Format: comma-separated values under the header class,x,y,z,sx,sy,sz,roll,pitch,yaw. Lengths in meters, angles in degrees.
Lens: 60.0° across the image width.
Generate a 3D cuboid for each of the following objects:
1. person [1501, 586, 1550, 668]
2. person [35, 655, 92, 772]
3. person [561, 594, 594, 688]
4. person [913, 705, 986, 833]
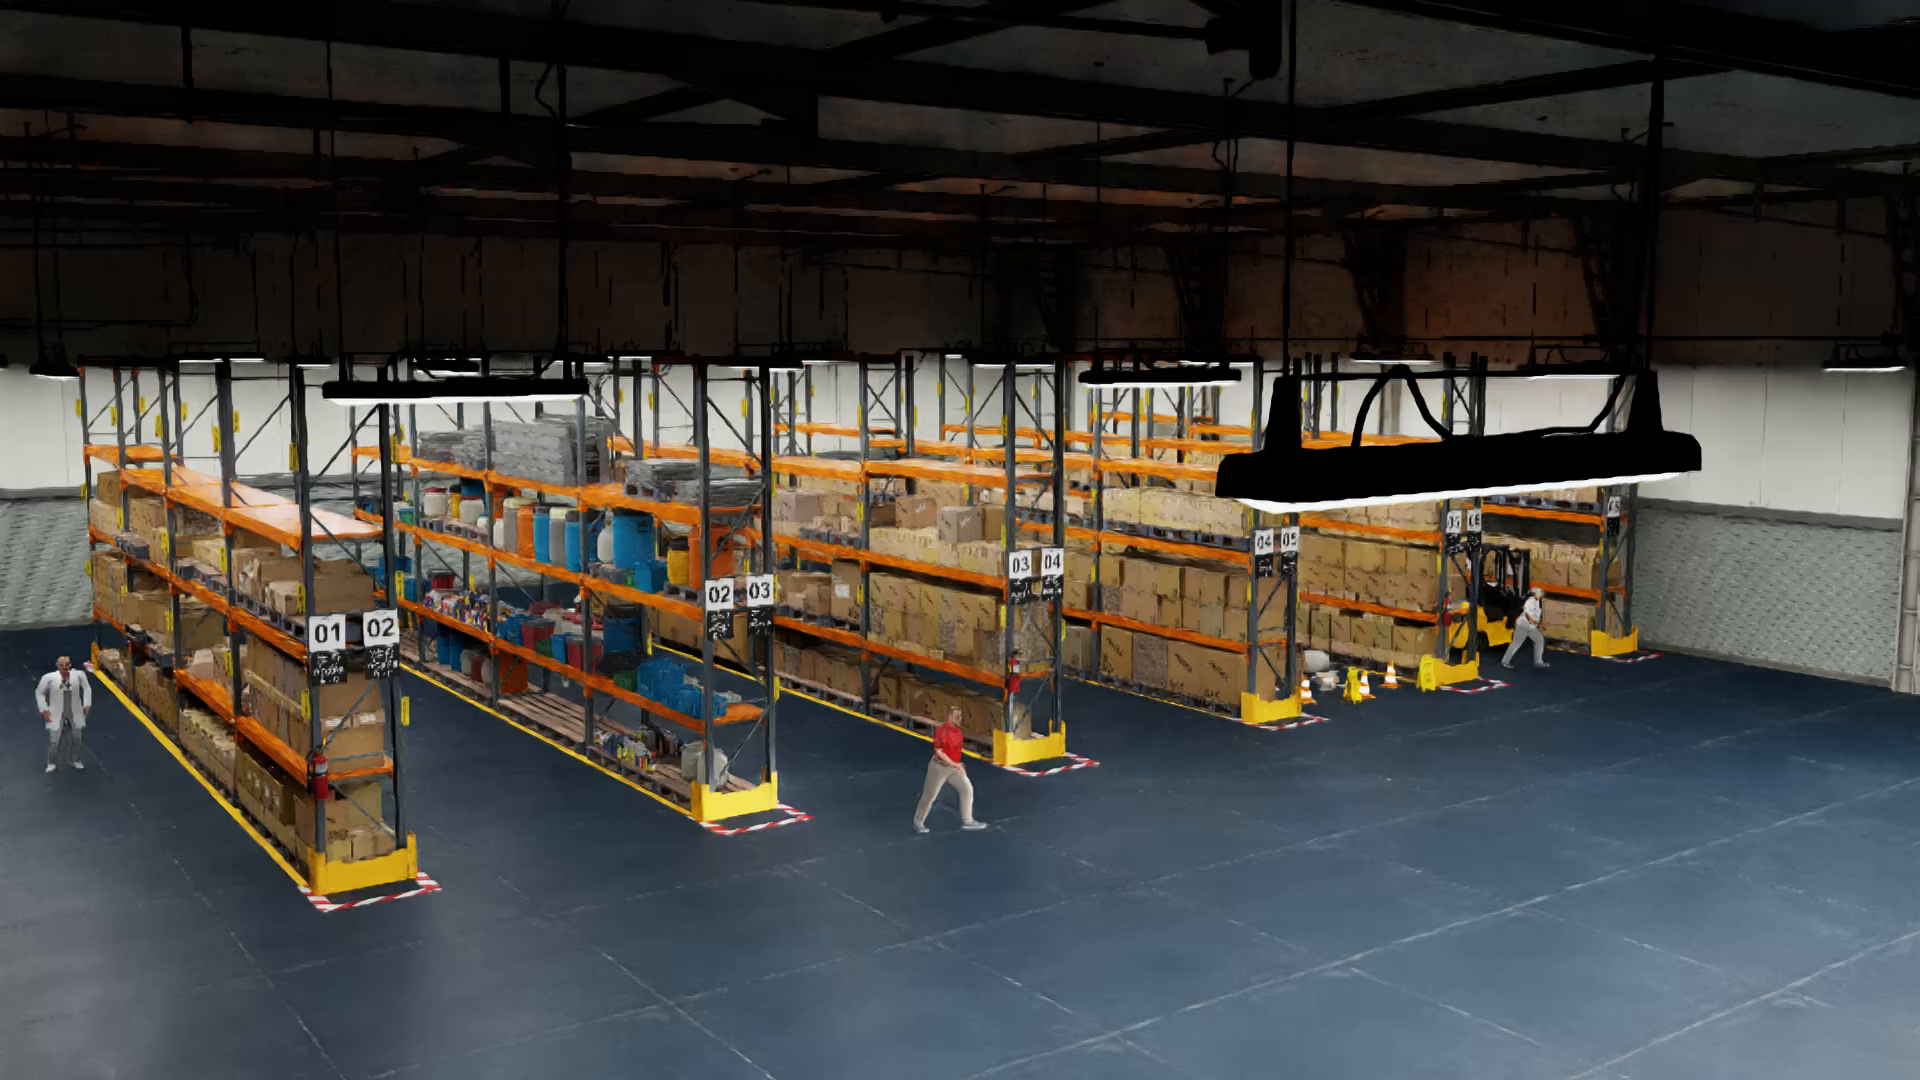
class,x,y,z,sx,sy,sz,roll,pitch,yaw
person,10.894,1.660,31.973,0.824,1.594,0.653,5,9,37
person,-13.130,2.527,24.379,0.728,1.733,0.546,-5,9,-37
person,-6.933,1.826,30.166,0.702,1.735,0.549,-5,9,-37
person,-0.171,2.920,21.331,0.833,1.661,0.705,5,8,35
